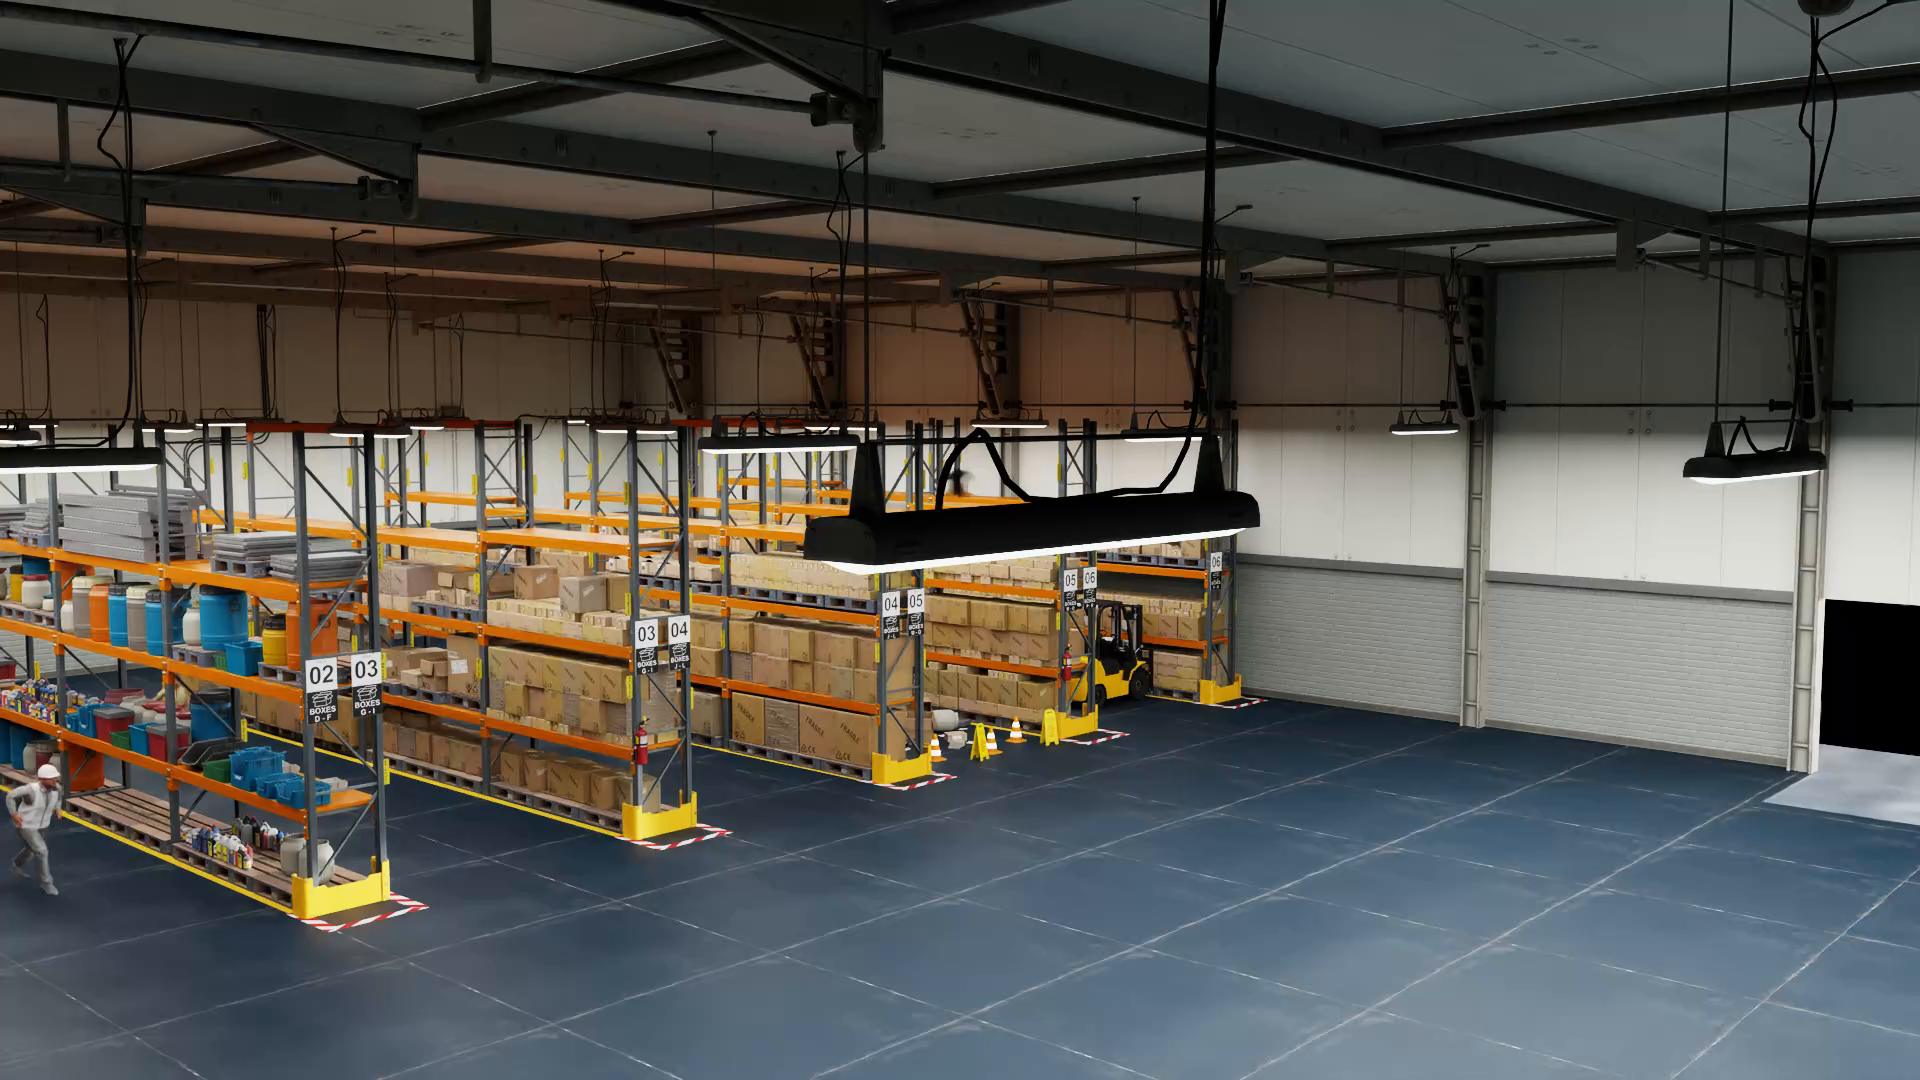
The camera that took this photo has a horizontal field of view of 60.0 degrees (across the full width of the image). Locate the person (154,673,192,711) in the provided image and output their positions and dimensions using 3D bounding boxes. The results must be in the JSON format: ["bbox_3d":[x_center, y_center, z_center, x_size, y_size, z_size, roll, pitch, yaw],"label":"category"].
[{"bbox_3d":[-13.668,3.124,29.007,0.641,1.647,0.576,3,6,37],"label":"person"}]

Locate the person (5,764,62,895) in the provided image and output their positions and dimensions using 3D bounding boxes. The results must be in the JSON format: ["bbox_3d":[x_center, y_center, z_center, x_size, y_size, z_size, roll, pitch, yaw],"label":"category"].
[{"bbox_3d":[-12.076,3.747,21.619,1.038,1.739,0.704,2,5,28],"label":"person"}]
